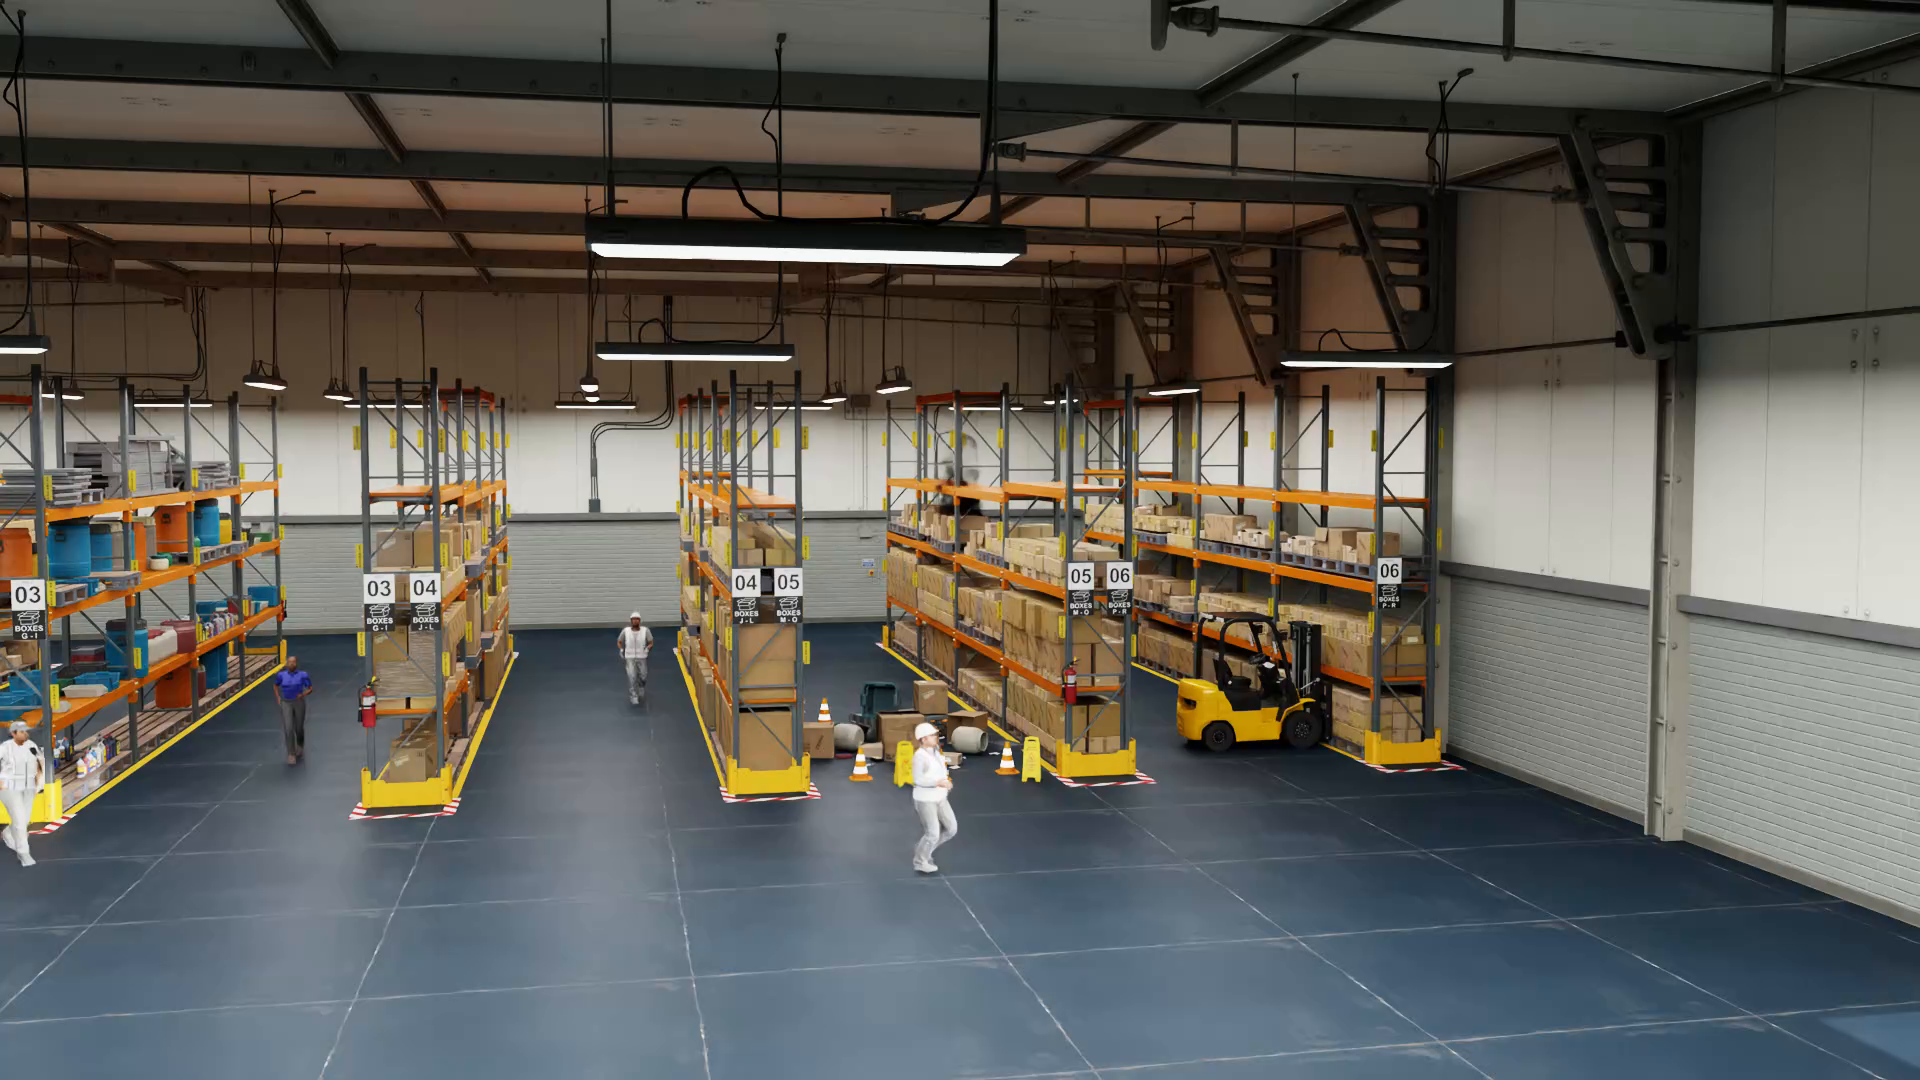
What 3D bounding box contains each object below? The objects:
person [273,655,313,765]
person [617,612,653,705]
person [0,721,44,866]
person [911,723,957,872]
[{"bbox_3d":[-10.421,2.621,26.003,0.591,1.657,0.816,-1,4,-20],"label":"person"},{"bbox_3d":[-6.187,2.247,31.699,0.689,1.739,0.730,-1,3,-12],"label":"person"},{"bbox_3d":[-11.261,3.005,19.898,0.886,1.690,0.624,2,4,30],"label":"person"},{"bbox_3d":[-0.281,2.979,19.228,0.590,1.727,0.648,2,4,26],"label":"person"}]
